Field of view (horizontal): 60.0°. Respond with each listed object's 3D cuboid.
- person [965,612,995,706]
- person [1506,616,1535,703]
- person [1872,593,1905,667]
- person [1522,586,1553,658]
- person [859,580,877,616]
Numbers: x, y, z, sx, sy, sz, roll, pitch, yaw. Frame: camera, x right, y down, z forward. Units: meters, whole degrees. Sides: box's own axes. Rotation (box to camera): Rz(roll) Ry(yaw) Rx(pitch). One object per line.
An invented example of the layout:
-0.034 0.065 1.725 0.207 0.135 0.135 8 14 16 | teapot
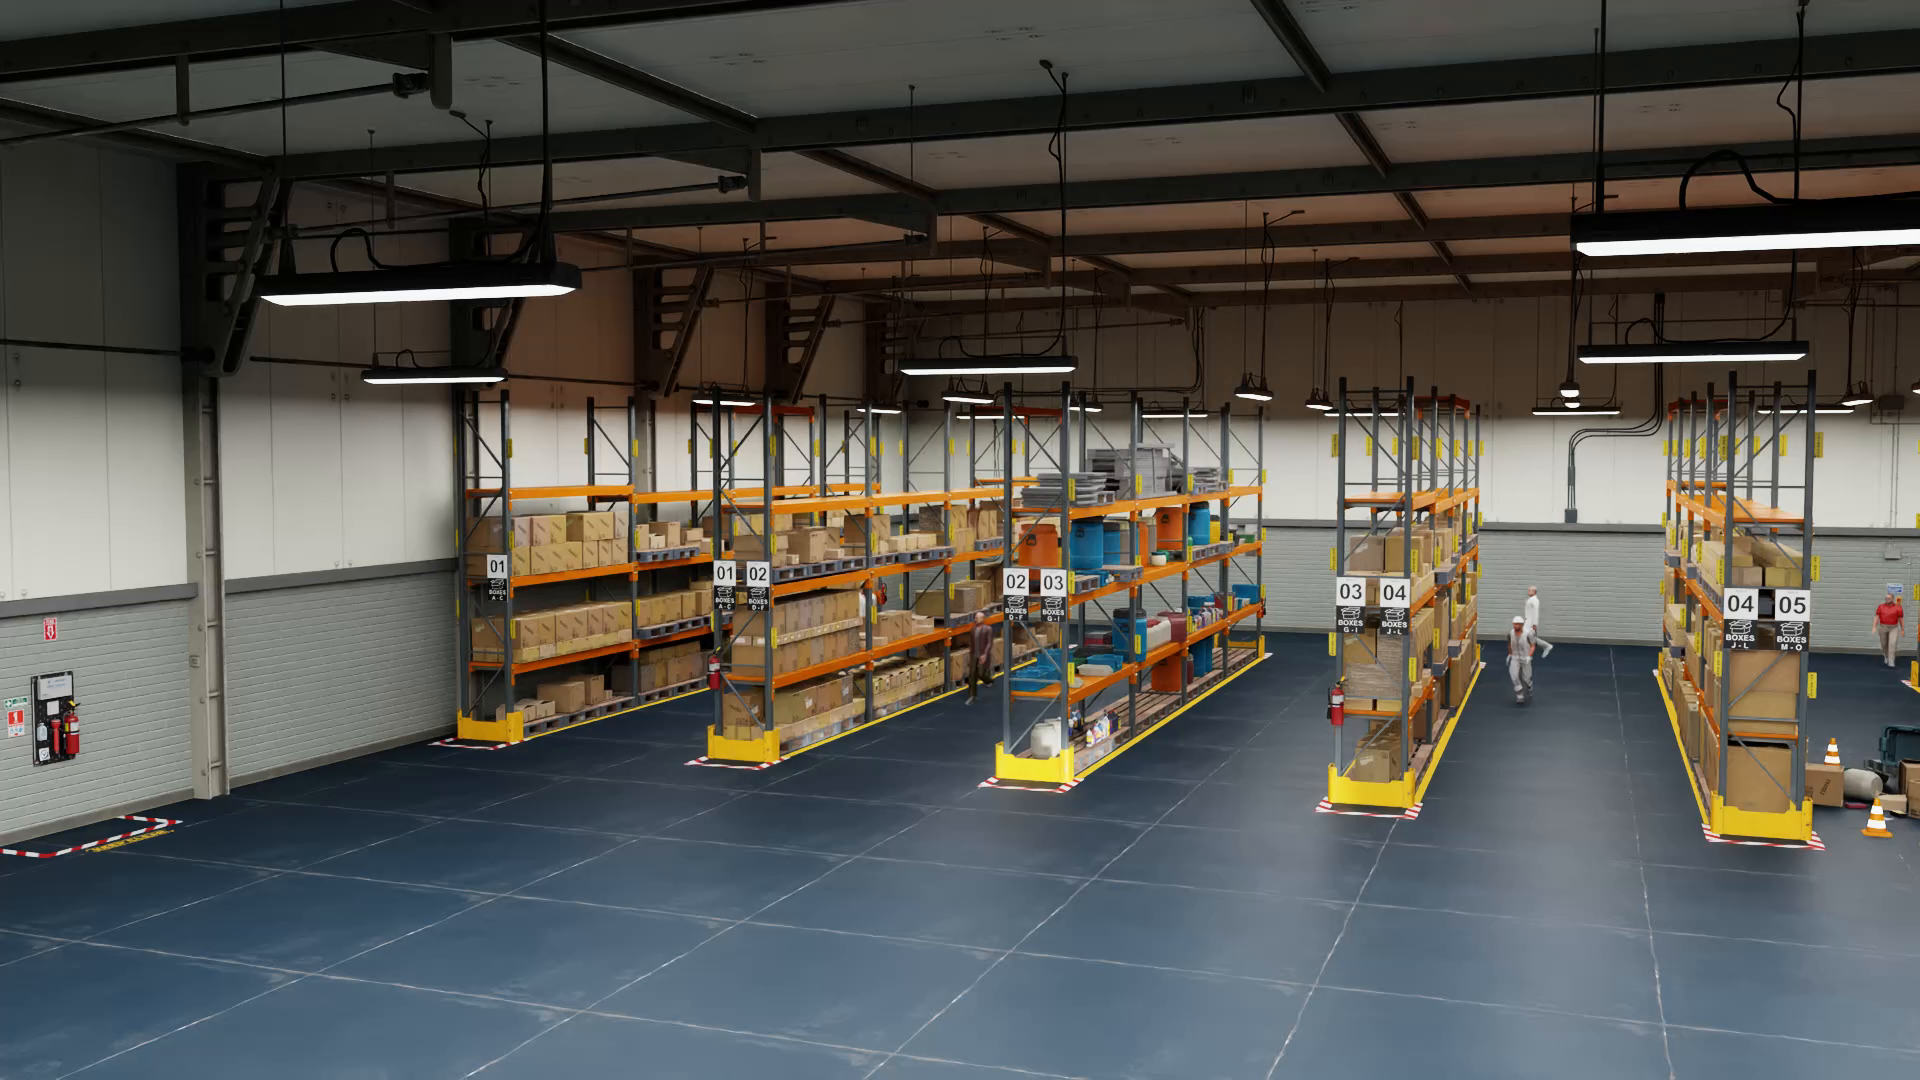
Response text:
0.372 2.321 32.714 0.623 1.785 0.888 2 4 34 | person
11.099 2.345 32.921 0.593 1.698 0.796 2 4 33 | person
21.252 2.052 38.075 0.630 1.662 1.064 3 4 39 | person
13.507 1.957 39.120 0.880 1.752 0.574 1 3 16 | person
-2.271 1.769 39.323 0.541 1.646 1.024 1 3 11 | person
